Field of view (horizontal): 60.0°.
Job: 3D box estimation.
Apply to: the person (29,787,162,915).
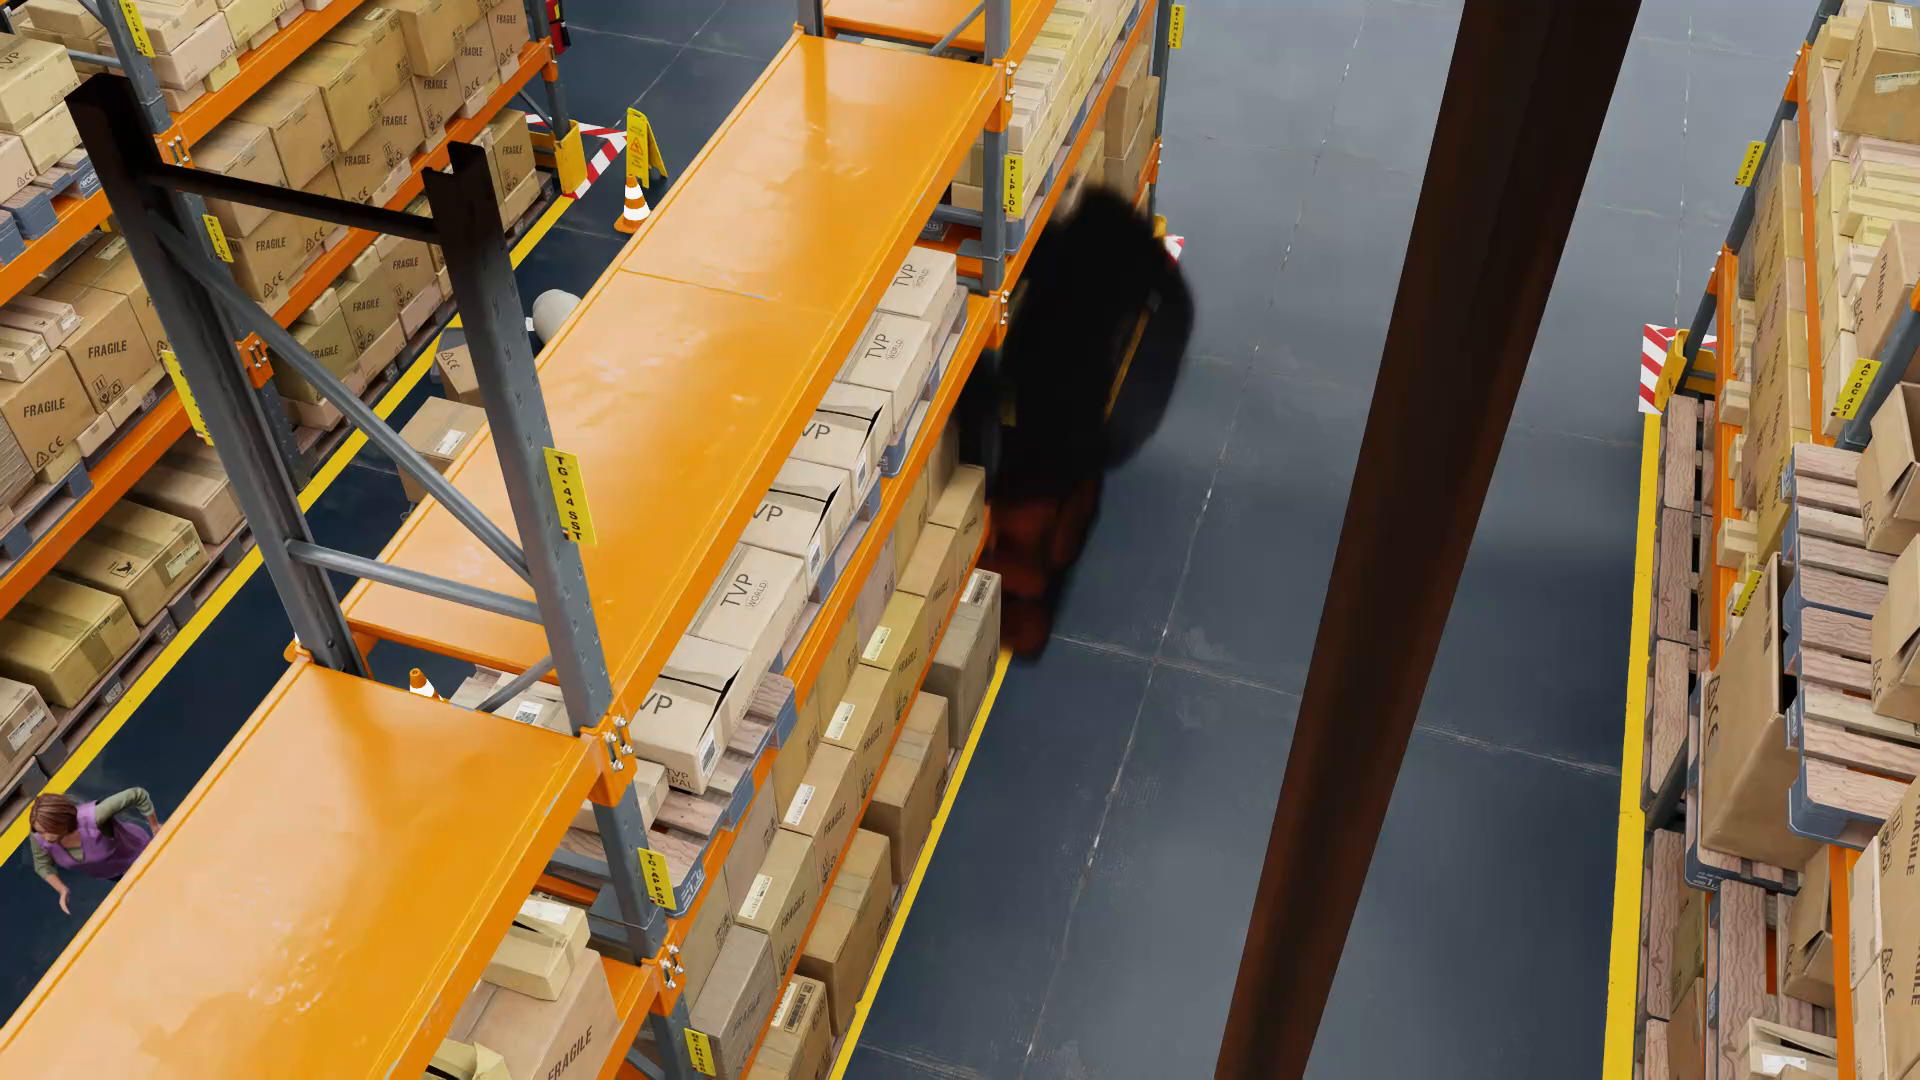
[{"bbox_3d":[-4.280,1.646,8.454,0.529,1.541,0.899,-1,46,-1],"label":"person"}]
